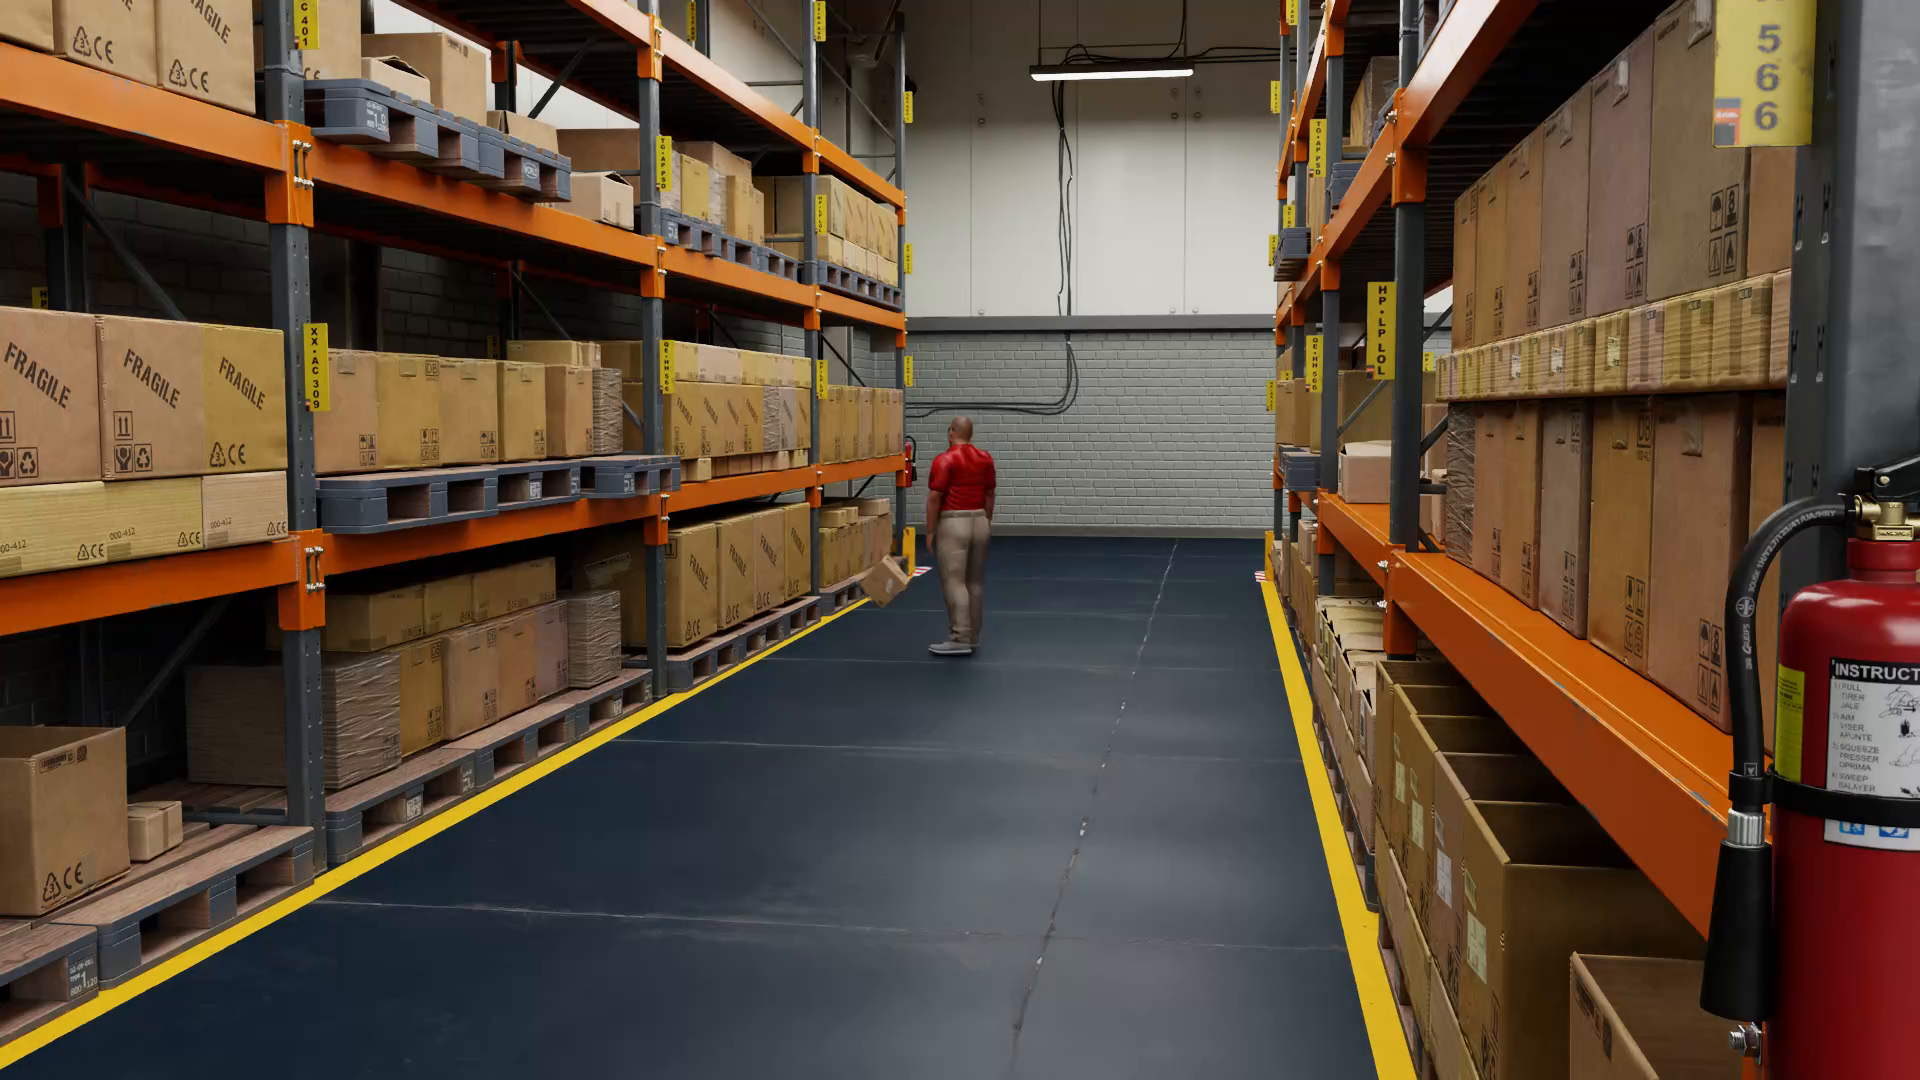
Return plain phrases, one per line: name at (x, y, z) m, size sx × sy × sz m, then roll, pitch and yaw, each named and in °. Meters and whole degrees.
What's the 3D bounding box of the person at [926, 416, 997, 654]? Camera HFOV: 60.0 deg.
person at (-0.013, -0.048, 12.220) m, size 0.620 × 1.722 × 0.570 m, roll -3°, pitch 6°, yaw -37°
